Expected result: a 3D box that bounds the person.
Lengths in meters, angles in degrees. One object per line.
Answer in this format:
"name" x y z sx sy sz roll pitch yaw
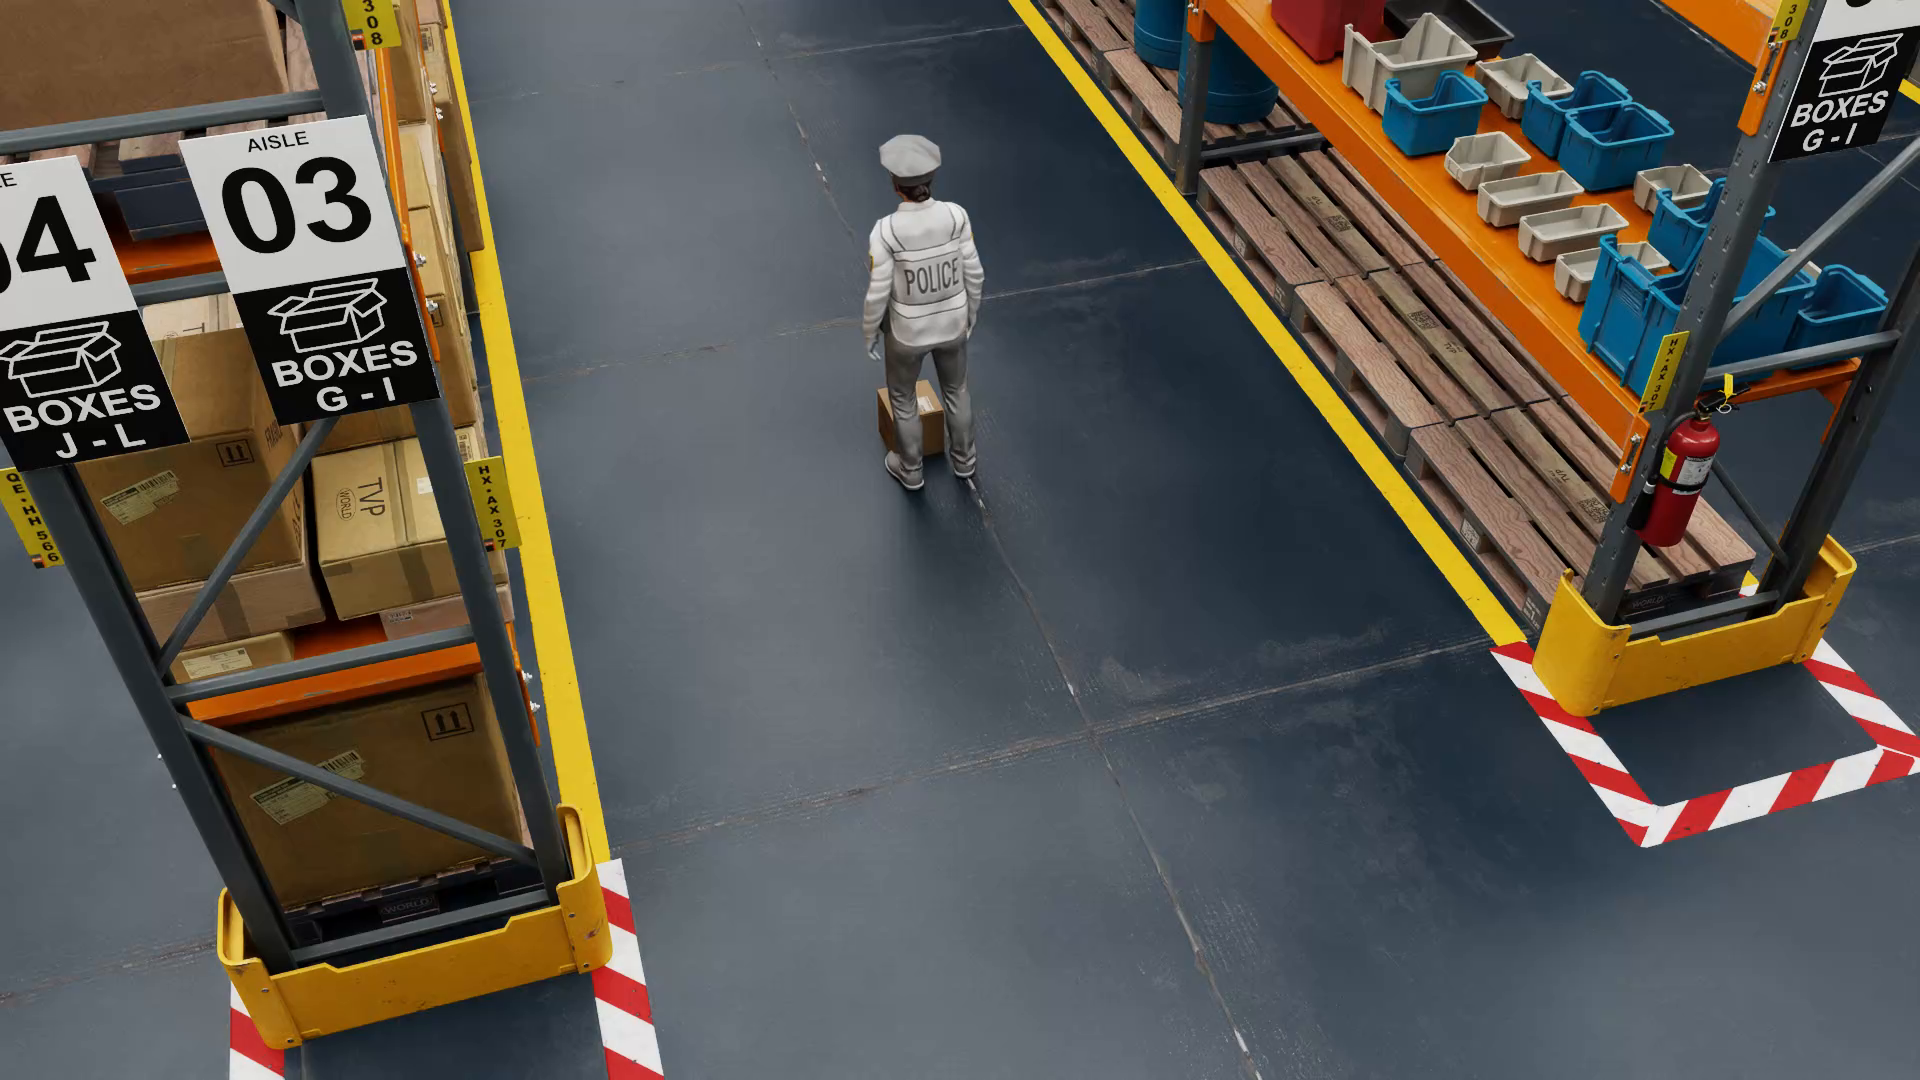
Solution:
"person" -0.159 -0.927 7.168 0.547 1.666 0.371 -14 44 -15
